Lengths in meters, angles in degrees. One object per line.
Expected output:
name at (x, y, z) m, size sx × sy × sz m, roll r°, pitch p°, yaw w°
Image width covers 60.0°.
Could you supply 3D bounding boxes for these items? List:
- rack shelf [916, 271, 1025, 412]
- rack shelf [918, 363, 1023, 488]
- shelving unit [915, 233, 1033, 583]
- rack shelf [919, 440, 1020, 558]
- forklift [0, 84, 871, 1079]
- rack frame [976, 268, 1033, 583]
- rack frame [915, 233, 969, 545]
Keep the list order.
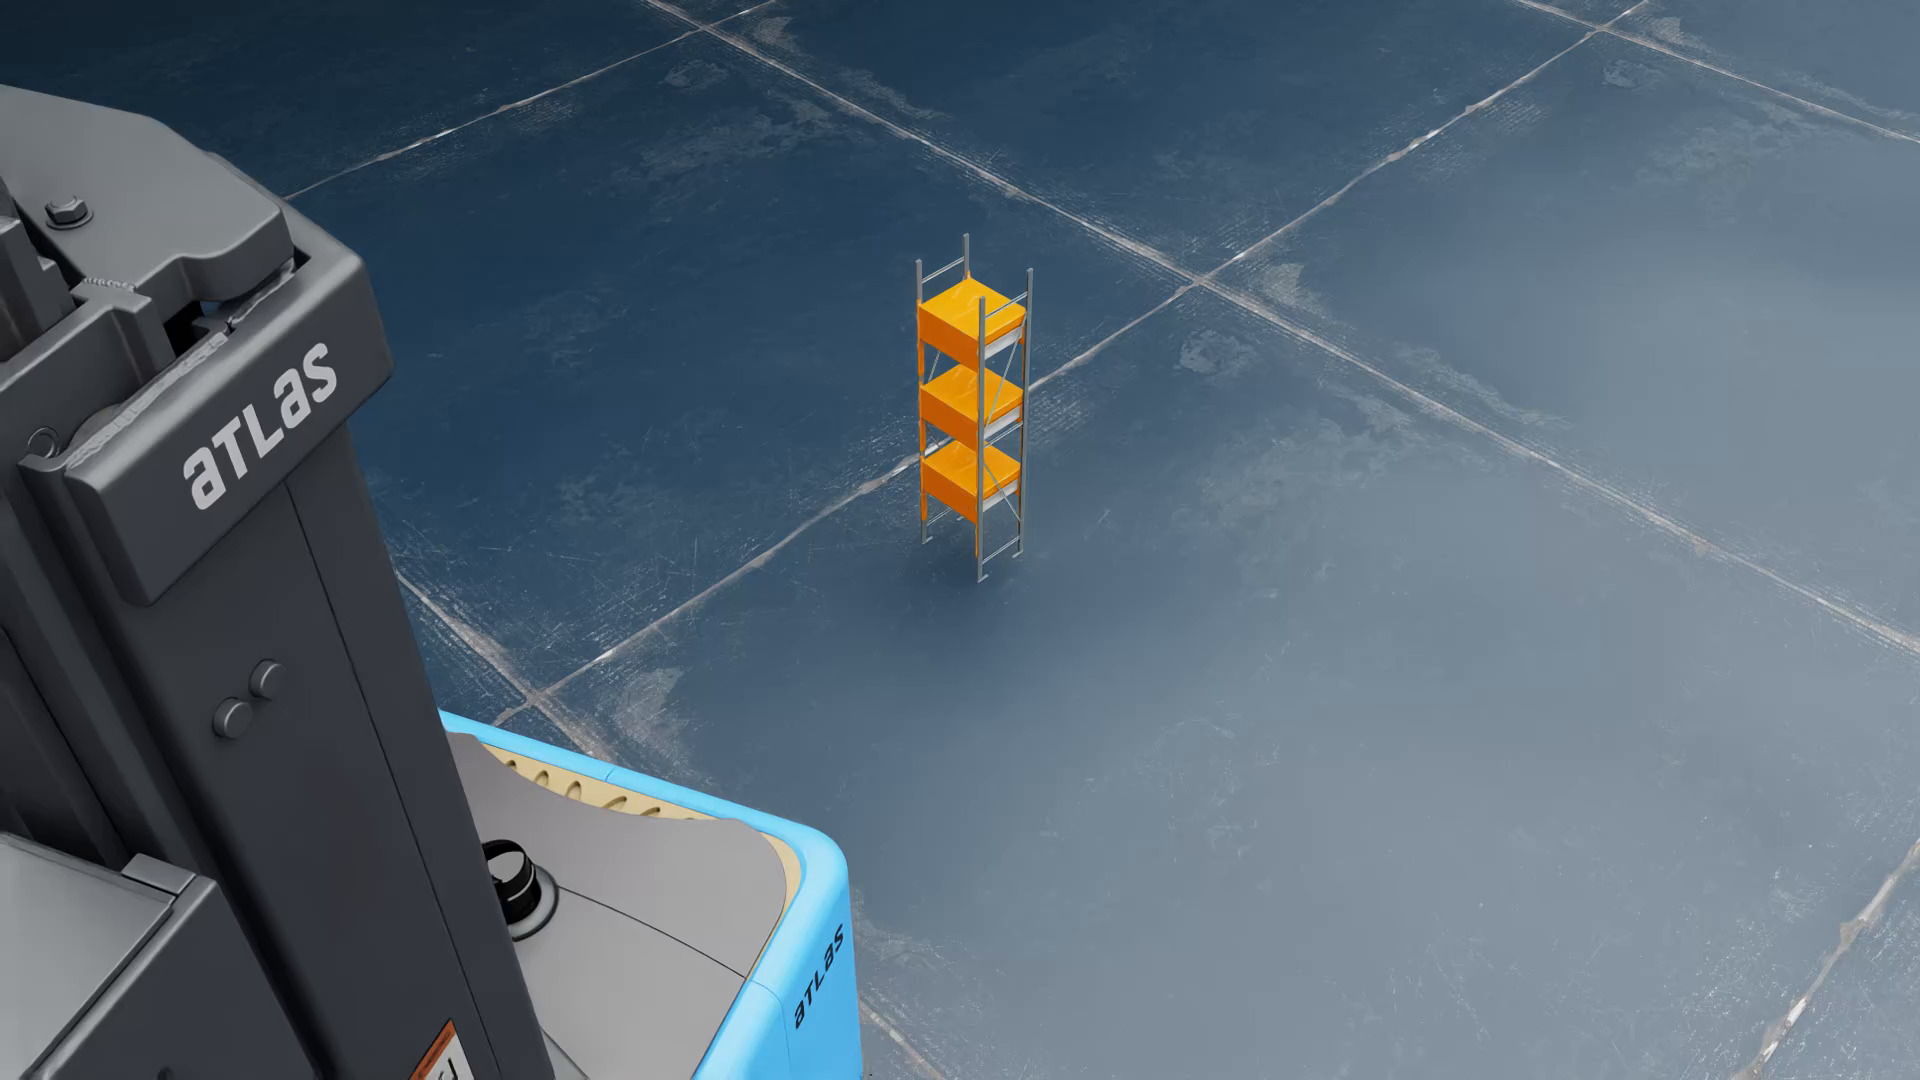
rack shelf at (0.038, -0.561, 4.680) m, size 0.215 × 0.259 × 0.240 m, roll -34°, pitch 53°, yaw -31°
rack shelf at (0.038, -0.352, 4.873) m, size 0.215 × 0.259 × 0.240 m, roll -34°, pitch 53°, yaw -31°
shelving unit at (0.038, -0.360, 4.866) m, size 0.215 × 1.050 × 0.252 m, roll -34°, pitch 53°, yaw -31°
rack shelf at (0.038, -0.148, 5.062) m, size 0.215 × 0.259 × 0.240 m, roll -34°, pitch 53°, yaw -31°
forklift at (-1.193, 1.082, 1.919) m, size 1.130 × 2.935 × 3.031 m, roll 15°, pitch 45°, yaw 15°
rack frame at (0.124, -0.301, 4.802) m, size 0.200 × 1.050 × 0.008 m, roll -34°, pitch 53°, yaw -31°
rack frame at (-0.048, -0.418, 4.929) m, size 0.200 × 1.050 × 0.008 m, roll -34°, pitch 53°, yaw -31°
